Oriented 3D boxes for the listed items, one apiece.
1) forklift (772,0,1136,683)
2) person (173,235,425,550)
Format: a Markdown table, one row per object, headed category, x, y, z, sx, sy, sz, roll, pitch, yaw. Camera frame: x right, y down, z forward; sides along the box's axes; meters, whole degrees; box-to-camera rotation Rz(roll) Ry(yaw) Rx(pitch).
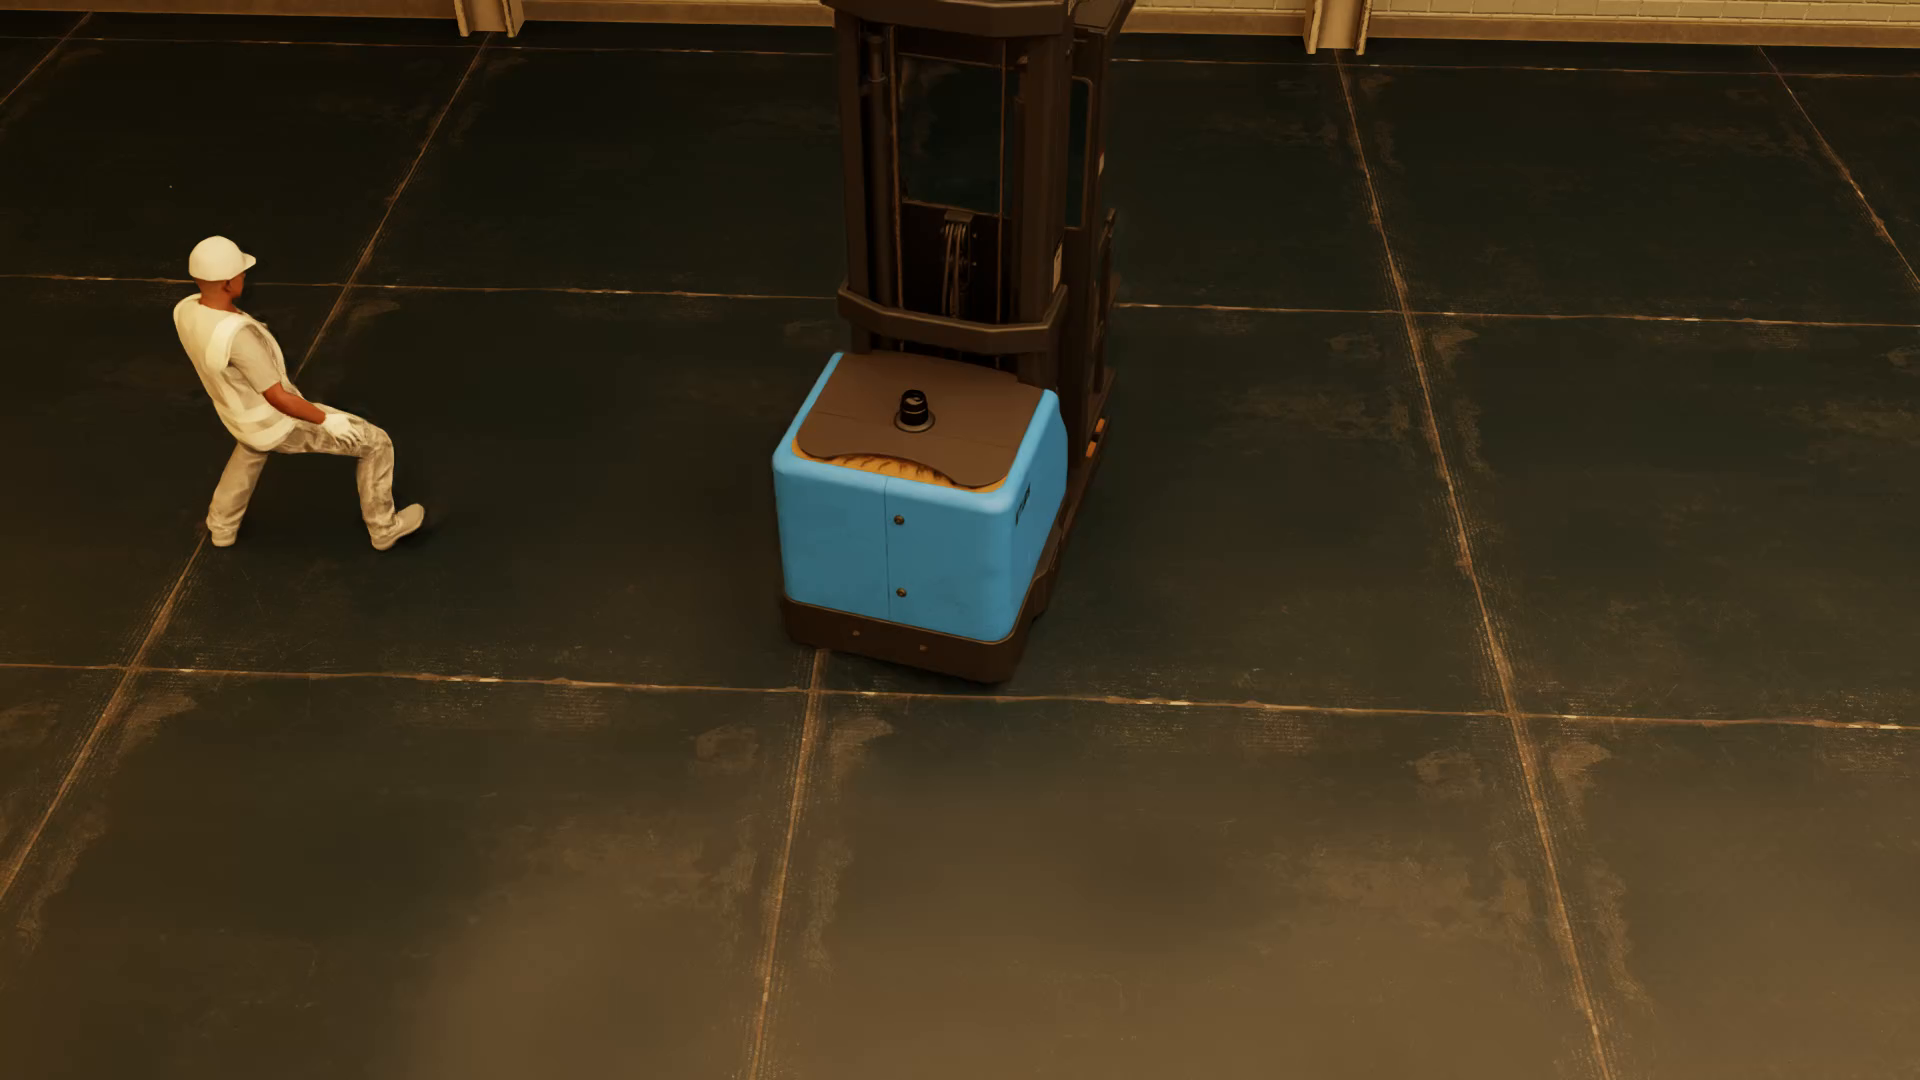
| category | x | y | z | sx | sy | sz | roll | pitch | yaw |
| --- | --- | --- | --- | --- | --- | --- | --- | --- | --- |
| forklift | 0.130 | -1.478 | 7.361 | 1.130 | 2.935 | 3.031 | 11 | 44 | 12 |
| person | -3.108 | -0.653 | 7.452 | 1.013 | 1.639 | 0.780 | 31 | 51 | 30 |
